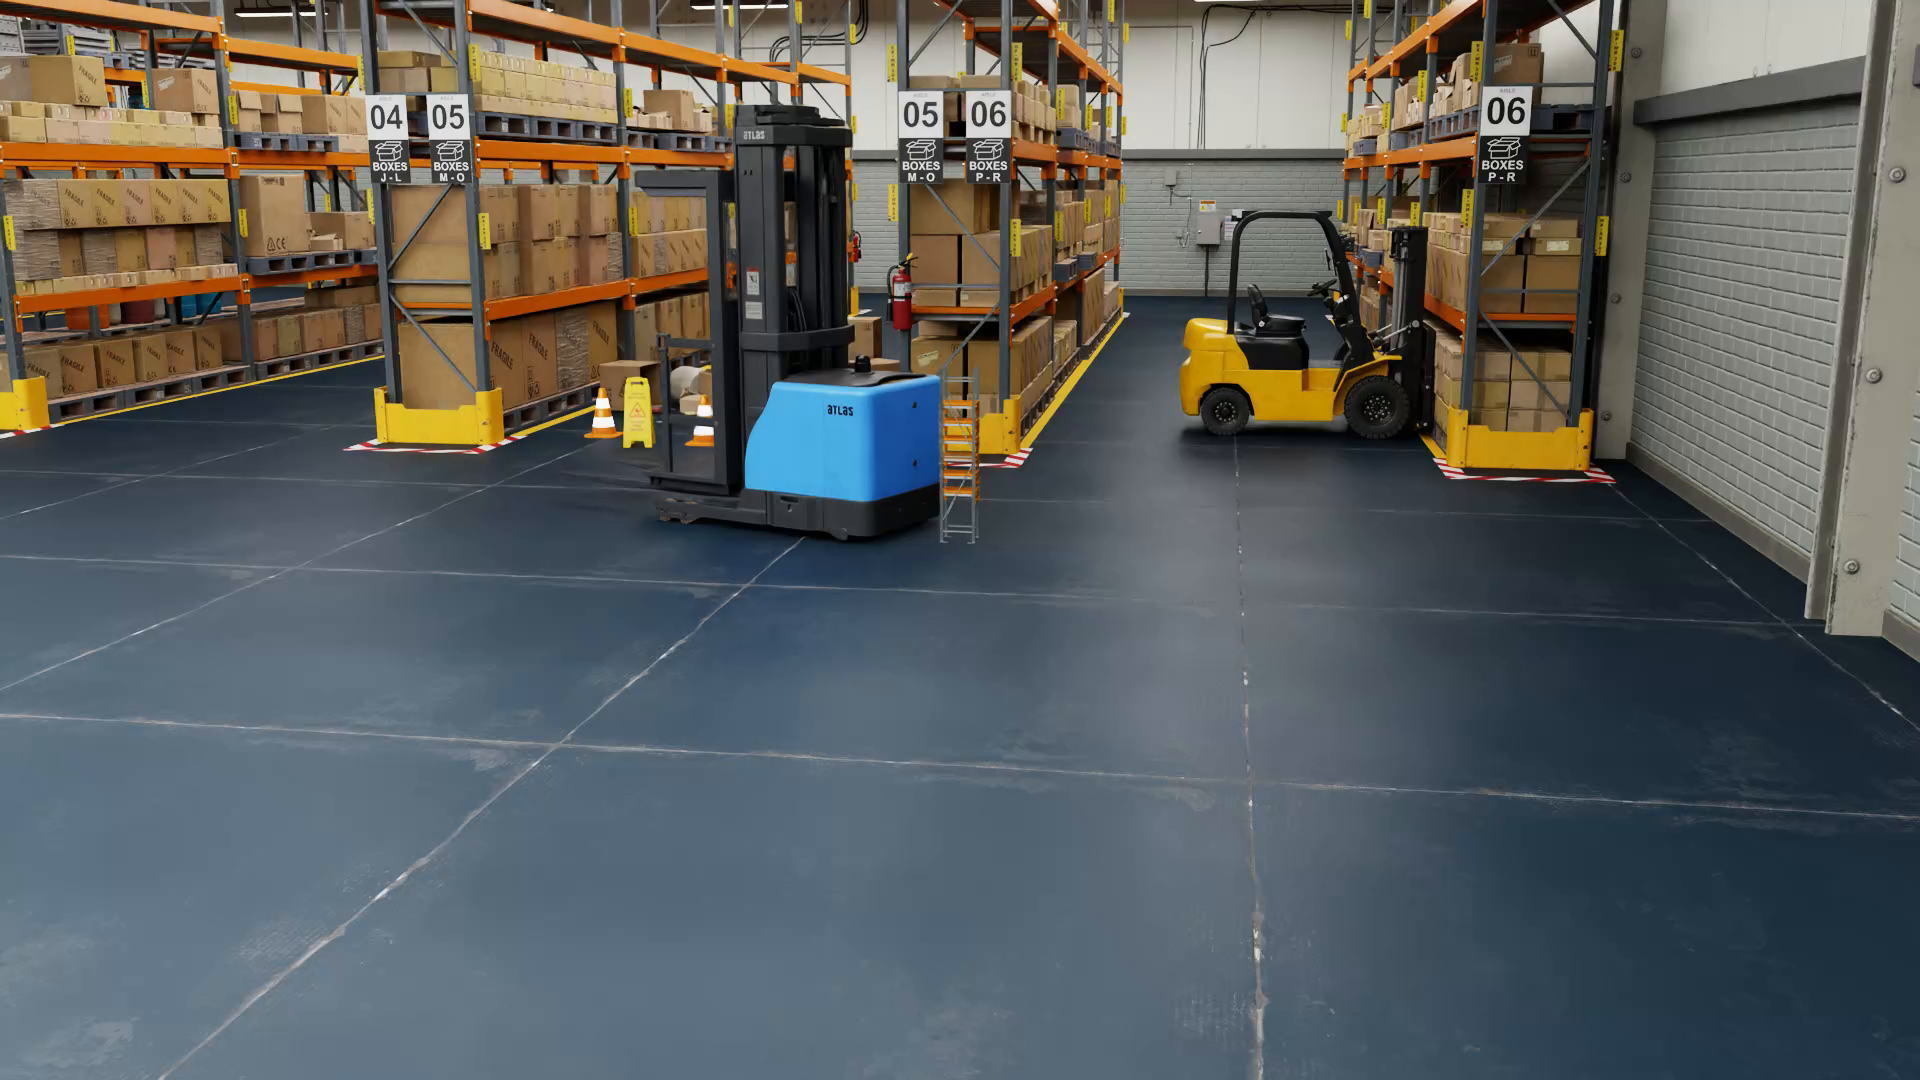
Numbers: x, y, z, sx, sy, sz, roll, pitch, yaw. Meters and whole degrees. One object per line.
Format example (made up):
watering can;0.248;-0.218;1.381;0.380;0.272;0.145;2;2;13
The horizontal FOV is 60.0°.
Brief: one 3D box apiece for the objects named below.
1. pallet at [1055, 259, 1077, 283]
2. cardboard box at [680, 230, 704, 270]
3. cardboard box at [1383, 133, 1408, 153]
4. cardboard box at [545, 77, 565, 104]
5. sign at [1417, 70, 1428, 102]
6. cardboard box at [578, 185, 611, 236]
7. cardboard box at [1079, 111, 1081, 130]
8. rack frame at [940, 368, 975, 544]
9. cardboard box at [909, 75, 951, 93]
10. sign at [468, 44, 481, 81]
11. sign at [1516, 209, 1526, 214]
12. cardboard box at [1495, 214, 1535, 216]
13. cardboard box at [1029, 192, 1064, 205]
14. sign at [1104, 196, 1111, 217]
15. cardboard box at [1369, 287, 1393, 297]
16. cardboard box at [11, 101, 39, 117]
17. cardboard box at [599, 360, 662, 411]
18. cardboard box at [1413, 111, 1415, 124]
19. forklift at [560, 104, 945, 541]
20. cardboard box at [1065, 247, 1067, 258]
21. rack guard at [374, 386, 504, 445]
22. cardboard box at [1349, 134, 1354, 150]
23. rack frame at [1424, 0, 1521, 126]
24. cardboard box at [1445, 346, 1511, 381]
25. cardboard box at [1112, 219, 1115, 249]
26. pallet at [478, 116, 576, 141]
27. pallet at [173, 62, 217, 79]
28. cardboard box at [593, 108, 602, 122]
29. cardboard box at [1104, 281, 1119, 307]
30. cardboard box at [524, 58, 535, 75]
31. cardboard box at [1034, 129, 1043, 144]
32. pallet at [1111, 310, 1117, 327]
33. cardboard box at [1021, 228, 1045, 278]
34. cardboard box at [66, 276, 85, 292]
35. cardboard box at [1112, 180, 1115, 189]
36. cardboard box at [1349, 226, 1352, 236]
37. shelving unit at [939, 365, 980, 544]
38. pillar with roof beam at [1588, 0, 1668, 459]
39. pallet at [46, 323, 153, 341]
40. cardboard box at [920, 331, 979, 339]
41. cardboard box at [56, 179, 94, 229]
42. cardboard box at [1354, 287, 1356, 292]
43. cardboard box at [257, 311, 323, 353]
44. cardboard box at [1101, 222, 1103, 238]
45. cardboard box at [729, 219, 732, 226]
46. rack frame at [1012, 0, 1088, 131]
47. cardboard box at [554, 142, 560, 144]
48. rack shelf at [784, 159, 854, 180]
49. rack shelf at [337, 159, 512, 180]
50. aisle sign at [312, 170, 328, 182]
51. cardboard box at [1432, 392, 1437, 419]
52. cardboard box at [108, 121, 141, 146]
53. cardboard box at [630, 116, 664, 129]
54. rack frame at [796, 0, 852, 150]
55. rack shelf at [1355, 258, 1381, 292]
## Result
pallet;0.829;-3.173;19.553;1.003;0.211;1.213;2;12;9
cardboard box;-3.683;-3.823;21.876;0.500;0.500;0.500;2;12;8
cardboard box;5.927;-5.293;22.169;0.500;0.250;0.500;1;12;7
cardboard box;-4.395;-4.619;17.103;0.500;0.250;0.500;2;12;8
sign;4.935;-4.841;17.742;0.100;0.325;0.005;2;12;9
cardboard box;-4.399;-3.659;18.433;0.875;0.550;0.550;2;12;9
cardboard box;1.186;-5.031;19.956;0.500;0.250;0.500;2;12;8
rack frame;-0.016;-0.564;11.265;0.240;1.200;0.006;2;12;9
cardboard box;-0.287;-4.093;14.950;0.380;0.149;0.250;2;12;9
sign;-4.407;-4.332;15.093;0.100;0.325;0.005;2;12;9
sign;6.021;-3.397;17.892;0.100;0.325;0.005;2;12;9
cardboard box;5.639;-3.227;16.865;0.380;0.149;0.250;2;12;8
cardboard box;0.989;-3.916;19.063;0.380;0.149;0.250;2;12;8
sign;2.336;-5.290;26.358;0.100;0.325;0.005;2;12;9
cardboard box;6.391;-3.738;25.116;0.380;0.149;0.250;1;12;6
cardboard box;-9.433;-4.290;16.567;0.380;0.149;0.250;2;12;10
cardboard box;-3.564;-1.675;18.072;0.500;0.500;0.500;4;13;18
cardboard box;5.342;-4.789;18.837;0.380;0.149;0.250;2;12;9
forklift;-1.633;-1.636;12.128;3.031;2.935;1.130;7;14;31
cardboard box;1.101;-3.517;20.291;0.380;0.149;0.250;2;12;9
rack guard;-4.958;-1.192;15.839;1.175;0.500;0.348;2;12;9
cardboard box;6.831;-6.693;27.959;0.500;0.250;0.500;2;12;7
rack frame;5.473;-5.885;17.441;1.000;3.000;0.127;2;12;9
cardboard box;4.620;-1.576;14.842;0.500;0.250;0.500;2;12;11
cardboard box;2.373;-5.231;28.409;0.500;0.500;0.500;2;12;10
pallet;-4.665;-4.252;17.192;1.003;0.211;1.213;2;12;9
pallet;-12.985;-7.731;27.404;1.003;0.211;1.213;2;12;9
cardboard box;-4.156;-4.657;18.225;0.380;0.149;0.250;2;12;10
cardboard box;2.411;-4.423;29.980;0.875;0.438;0.875;1;12;7
cardboard box;-4.431;-4.678;16.427;0.380;0.149;0.250;2;12;8
cardboard box;0.648;-4.167;17.184;0.380;0.149;0.250;2;12;10
pallet;2.178;-3.825;28.742;1.003;0.211;1.213;2;12;9
cardboard box;0.597;-2.991;17.308;0.500;0.500;0.500;2;12;10
cardboard box;-9.432;-2.685;17.431;0.380;0.149;0.250;2;12;9
cardboard box;2.505;-6.223;29.098;0.380;0.149;0.250;2;12;10
cardboard box;6.773;-5.119;27.777;0.500;0.250;0.500;2;12;7
shelving unit;-0.002;-0.584;11.353;0.258;1.200;0.189;2;12;9
pillar with roof beam;1.602;-5.308;14.762;9.100;9.000;0.400;2;12;9
pallet;-13.423;-3.229;25.976;1.003;0.211;1.213;2;12;9
cardboard box;-0.105;-1.792;16.437;0.500;0.500;0.500;2;12;11
cardboard box;-9.402;-3.494;17.267;0.500;0.500;0.500;2;12;9
cardboard box;6.801;-3.917;27.485;0.700;0.500;0.500;1;12;7
cardboard box;-8.931;-2.769;22.111;0.700;0.500;0.500;1;12;4
cardboard box;1.970;-4.849;26.044;0.500;0.250;0.500;2;12;9
cardboard box;-3.461;-4.549;23.668;0.380;0.149;0.250;2;12;9
rack frame;1.183;-6.878;22.048;1.000;3.000;0.127;2;12;9
cardboard box;-7.643;-7.369;29.973;0.700;0.500;0.500;1;12;5
rack shelf;-2.801;-6.448;28.882;1.077;0.370;4.000;2;12;9
rack shelf;-8.302;-5.797;25.861;1.077;0.370;4.000;2;12;9
aisle sign;-12.555;-7.388;32.482;0.394;0.787;0.004;2;12;9
cardboard box;4.789;-1.296;15.917;0.500;0.250;0.500;2;12;9
cardboard box;-9.282;-4.405;18.049;0.500;0.250;0.500;2;12;10
cardboard box;-3.867;-5.133;20.433;0.380;0.149;0.250;2;12;9
rack frame;-2.494;-8.683;30.422;1.000;3.000;0.127;2;12;9
rack shelf;6.396;-3.850;23.945;1.077;0.370;4.000;2;12;9
